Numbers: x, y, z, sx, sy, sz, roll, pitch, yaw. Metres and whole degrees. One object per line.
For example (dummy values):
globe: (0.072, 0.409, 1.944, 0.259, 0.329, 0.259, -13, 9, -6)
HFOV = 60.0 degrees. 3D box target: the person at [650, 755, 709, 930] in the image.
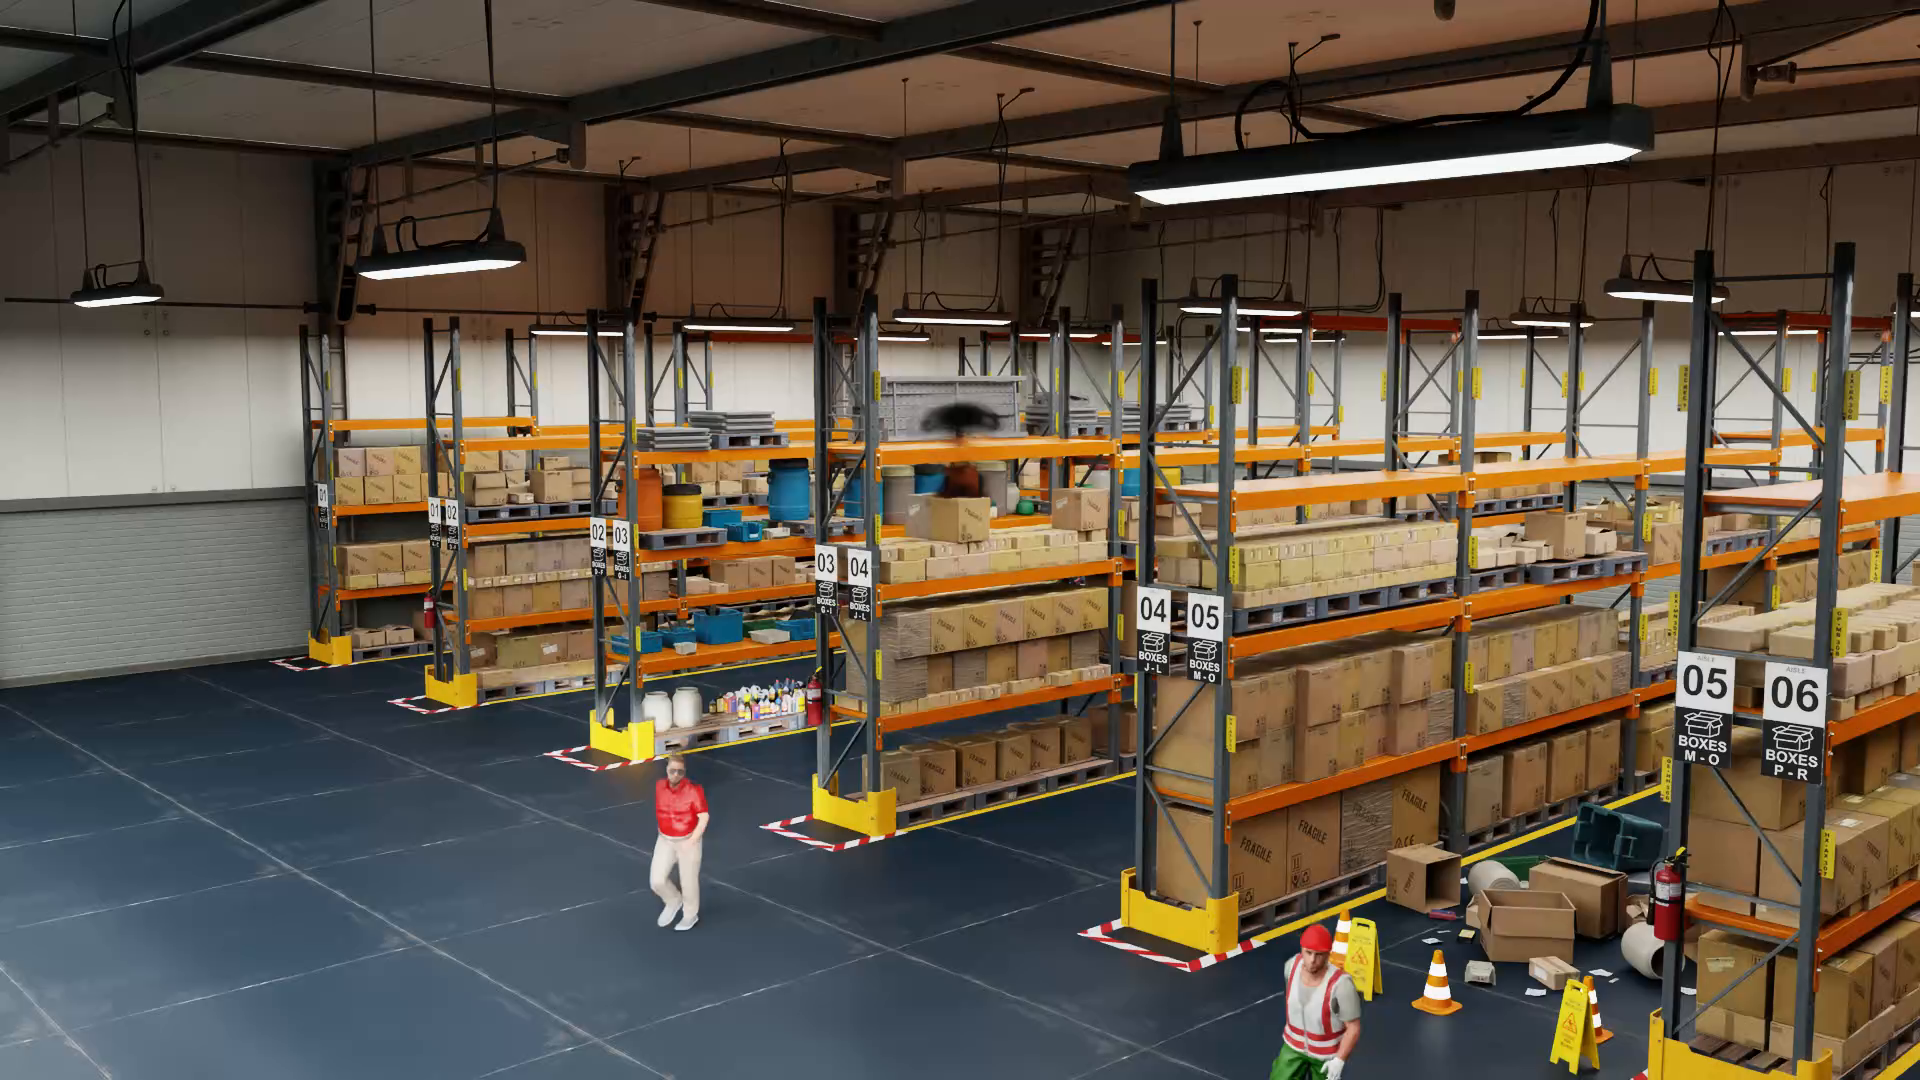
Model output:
person: (-2.581, 2.793, 15.231, 0.653, 1.691, 0.809, 1, 6, 13)

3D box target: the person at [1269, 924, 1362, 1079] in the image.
person: (2.262, 3.235, 10.534, 0.610, 1.723, 0.753, 4, 7, 31)
